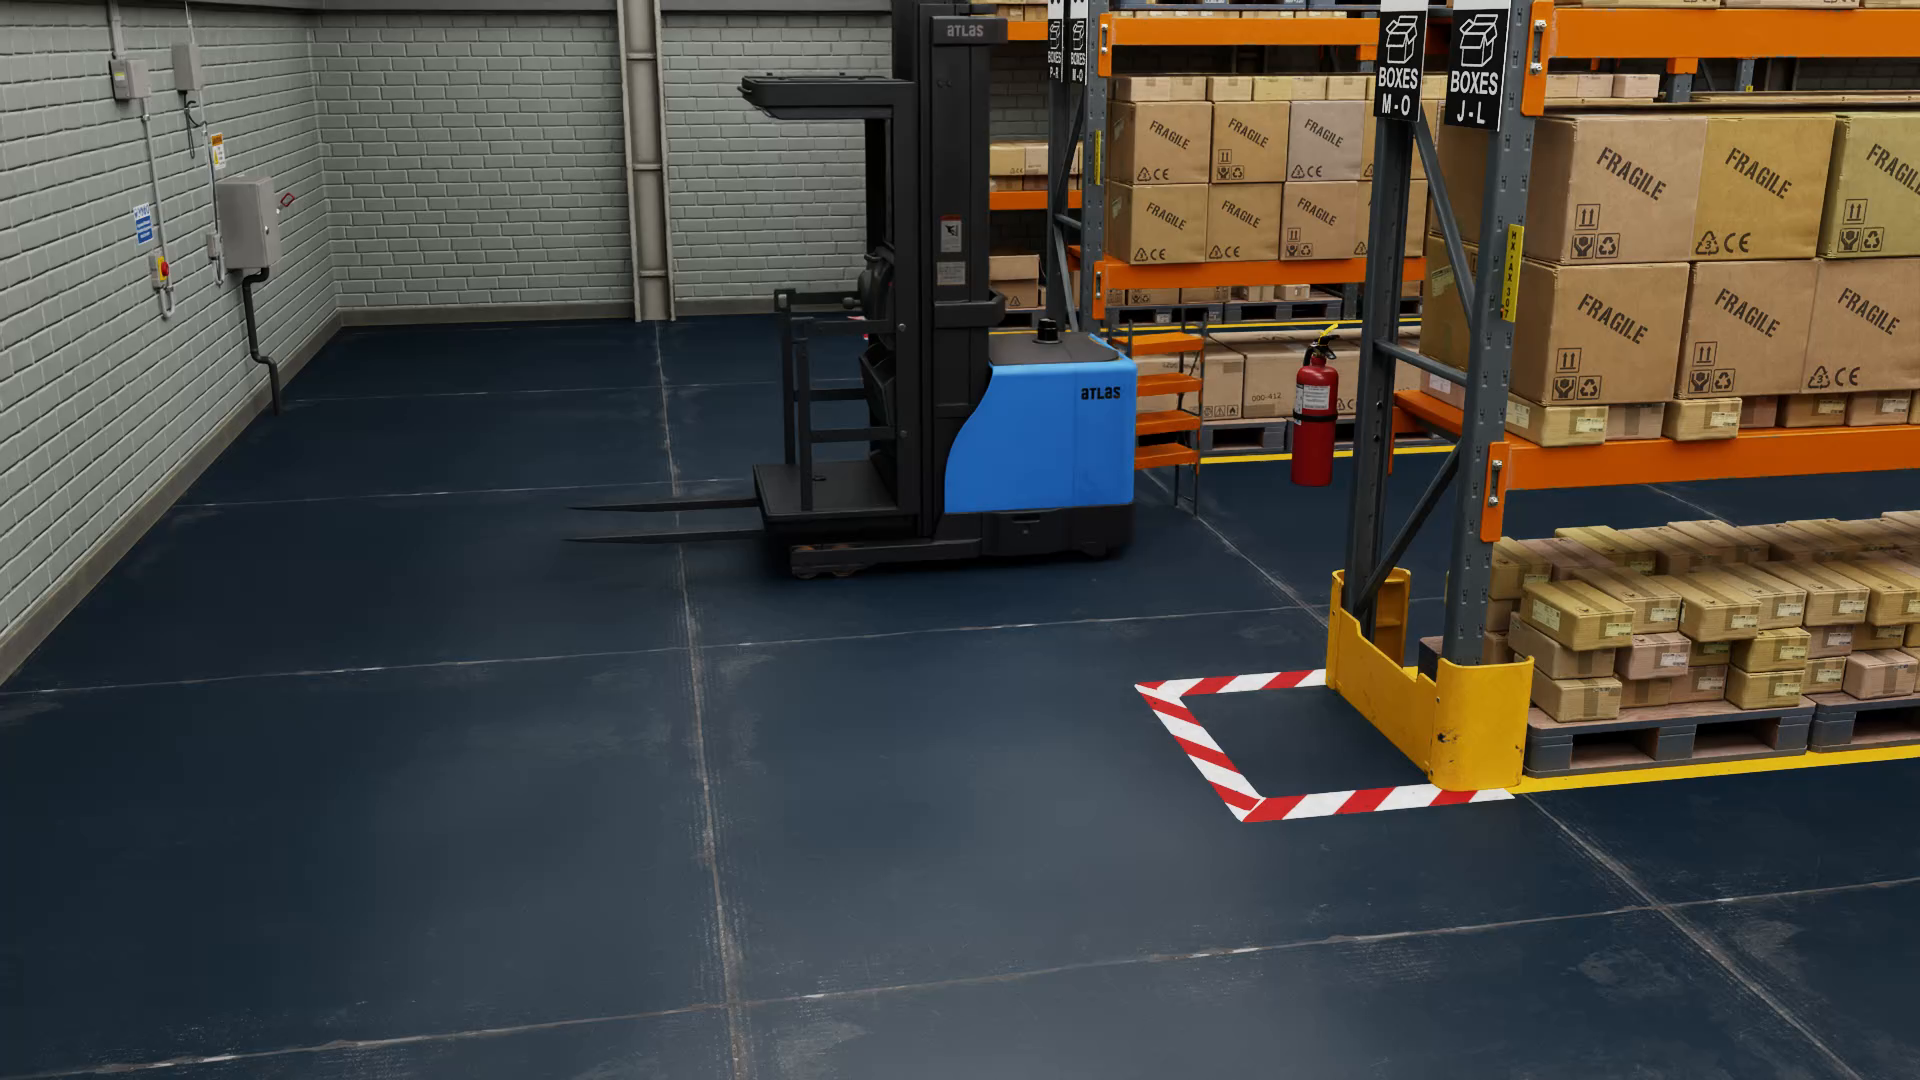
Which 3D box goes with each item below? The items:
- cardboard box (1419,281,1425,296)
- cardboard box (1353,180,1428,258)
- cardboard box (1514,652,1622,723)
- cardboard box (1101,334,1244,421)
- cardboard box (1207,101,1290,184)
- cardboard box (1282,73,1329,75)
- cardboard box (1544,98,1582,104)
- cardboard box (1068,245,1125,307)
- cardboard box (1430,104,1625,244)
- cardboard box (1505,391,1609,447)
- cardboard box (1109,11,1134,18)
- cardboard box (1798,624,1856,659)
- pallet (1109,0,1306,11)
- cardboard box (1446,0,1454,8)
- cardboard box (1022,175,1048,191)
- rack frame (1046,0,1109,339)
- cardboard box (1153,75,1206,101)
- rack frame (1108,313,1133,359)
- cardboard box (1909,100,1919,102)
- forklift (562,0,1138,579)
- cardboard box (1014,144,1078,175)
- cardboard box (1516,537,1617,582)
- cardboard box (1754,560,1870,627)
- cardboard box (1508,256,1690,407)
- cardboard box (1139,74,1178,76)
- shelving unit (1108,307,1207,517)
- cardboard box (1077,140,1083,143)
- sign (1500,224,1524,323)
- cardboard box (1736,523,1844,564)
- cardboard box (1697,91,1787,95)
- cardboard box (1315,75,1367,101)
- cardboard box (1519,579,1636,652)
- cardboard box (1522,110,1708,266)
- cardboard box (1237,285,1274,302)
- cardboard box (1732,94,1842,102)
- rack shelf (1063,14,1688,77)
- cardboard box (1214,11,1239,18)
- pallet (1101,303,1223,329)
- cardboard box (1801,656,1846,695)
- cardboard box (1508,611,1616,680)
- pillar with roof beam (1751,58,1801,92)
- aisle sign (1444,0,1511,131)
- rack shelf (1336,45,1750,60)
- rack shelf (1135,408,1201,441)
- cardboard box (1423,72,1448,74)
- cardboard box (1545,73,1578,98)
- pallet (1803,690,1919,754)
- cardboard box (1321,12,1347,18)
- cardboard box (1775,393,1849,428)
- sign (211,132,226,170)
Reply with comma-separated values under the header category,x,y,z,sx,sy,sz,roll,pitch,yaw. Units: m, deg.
category,x,y,z,sx,sy,sz,roll,pitch,yaw
cardboard box,4.774,-2.735,16.648,0.500,0.500,0.500,-3,17,-11
cardboard box,2.762,-2.164,11.080,0.500,0.500,0.500,-3,17,-9
cardboard box,2.366,0.566,6.501,0.250,0.149,0.380,-3,17,-9
cardboard box,1.382,-1.122,11.505,0.875,0.438,0.875,-4,17,-12
cardboard box,1.784,-2.582,10.735,0.500,0.500,0.500,-4,17,-12
cardboard box,2.310,-3.081,11.256,0.250,0.149,0.380,-3,17,-9
cardboard box,3.770,-2.697,11.112,0.500,0.500,0.500,-3,17,-11
cardboard box,1.273,-2.560,16.081,0.500,0.500,0.700,-3,17,-8
cardboard box,2.193,-1.424,6.461,0.500,0.500,0.500,-4,17,-12
cardboard box,2.171,-0.463,6.137,0.250,0.149,0.380,-3,17,-11
cardboard box,1.423,-4.840,15.279,0.250,0.149,0.380,-3,17,-11
cardboard box,3.372,0.342,6.723,0.250,0.149,0.380,-4,18,-13
pallet,1.479,-3.516,10.694,1.213,0.211,1.003,-3,17,-10
cardboard box,2.188,-2.123,6.262,0.500,0.250,0.500,-4,17,-12
cardboard box,0.675,-3.383,15.644,0.250,0.149,0.380,-3,17,-11
rack frame,0.753,-2.081,10.977,0.127,3.000,1.000,-3,17,-10
cardboard box,1.398,-2.892,10.639,0.250,0.149,0.380,-3,17,-9
rack frame,0.897,-0.679,9.475,0.015,1.200,0.240,-8,19,-24
cardboard box,4.223,-1.543,6.846,0.500,0.500,0.500,-3,17,-10
forklift,-0.619,-1.367,8.772,3.031,2.935,1.130,-3,17,-10
cardboard box,0.799,-3.558,15.534,0.500,0.250,0.500,-3,17,-10
cardboard box,2.521,0.118,6.944,0.250,0.149,0.380,-3,17,-9
cardboard box,3.392,0.210,6.647,0.250,0.149,0.380,-3,17,-8
cardboard box,2.284,-0.795,6.113,0.500,0.500,0.500,-2,17,-8
cardboard box,1.312,-3.015,11.042,0.250,0.149,0.380,-3,17,-9
shelving unit,1.118,-0.709,9.575,0.503,1.200,0.258,-8,19,-24
cardboard box,1.203,-3.739,16.124,0.500,0.250,0.500,-3,17,-9
sign,1.894,-0.917,5.713,0.005,0.325,0.100,-3,17,-10
cardboard box,3.550,0.058,7.143,0.250,0.149,0.380,-4,17,-12
cardboard box,5.578,-2.957,11.958,0.500,0.500,0.500,-3,17,-9
cardboard box,2.431,-2.924,10.746,0.250,0.149,0.380,-3,17,-10
cardboard box,2.370,0.287,6.395,0.250,0.149,0.380,-4,18,-13
cardboard box,2.282,-1.276,5.976,0.500,0.500,0.500,-3,17,-11
cardboard box,2.893,-2.492,16.259,0.258,0.266,0.396,-3,17,-8
cardboard box,5.661,-2.807,11.469,0.500,0.500,0.500,-3,17,-11
rack shelf,2.717,-3.282,11.005,4.000,0.370,1.077,-3,17,-10
cardboard box,2.422,-4.899,15.471,0.250,0.149,0.380,-3,17,-9
pallet,1.860,-2.294,16.422,1.213,0.211,1.003,-3,17,-10
cardboard box,3.354,0.488,6.756,0.250,0.149,0.380,-3,17,-10
cardboard box,2.354,0.405,6.517,0.250,0.149,0.380,-3,17,-8
pillar with roof beam,9.588,-5.916,13.247,0.400,9.000,9.100,-3,17,-10
aisle sign,1.776,-1.811,5.673,0.004,0.787,0.394,-3,17,-10
rack shelf,5.699,-4.936,16.388,4.000,0.370,1.077,-3,17,-10
rack shelf,1.117,-0.645,9.595,0.480,0.148,0.258,-8,19,-24
cardboard box,3.308,-3.149,11.476,0.250,0.149,0.380,-4,17,-12
cardboard box,3.912,-3.036,11.109,0.250,0.149,0.380,-3,17,-10
pallet,3.866,0.567,7.105,1.213,0.211,1.003,-3,17,-10
cardboard box,3.438,-4.943,15.614,0.250,0.149,0.380,-3,17,-11
cardboard box,3.187,-0.550,6.423,0.250,0.149,0.380,-3,17,-11
sign,-5.227,-2.741,11.720,0.001,0.242,0.339,-3,17,-10
